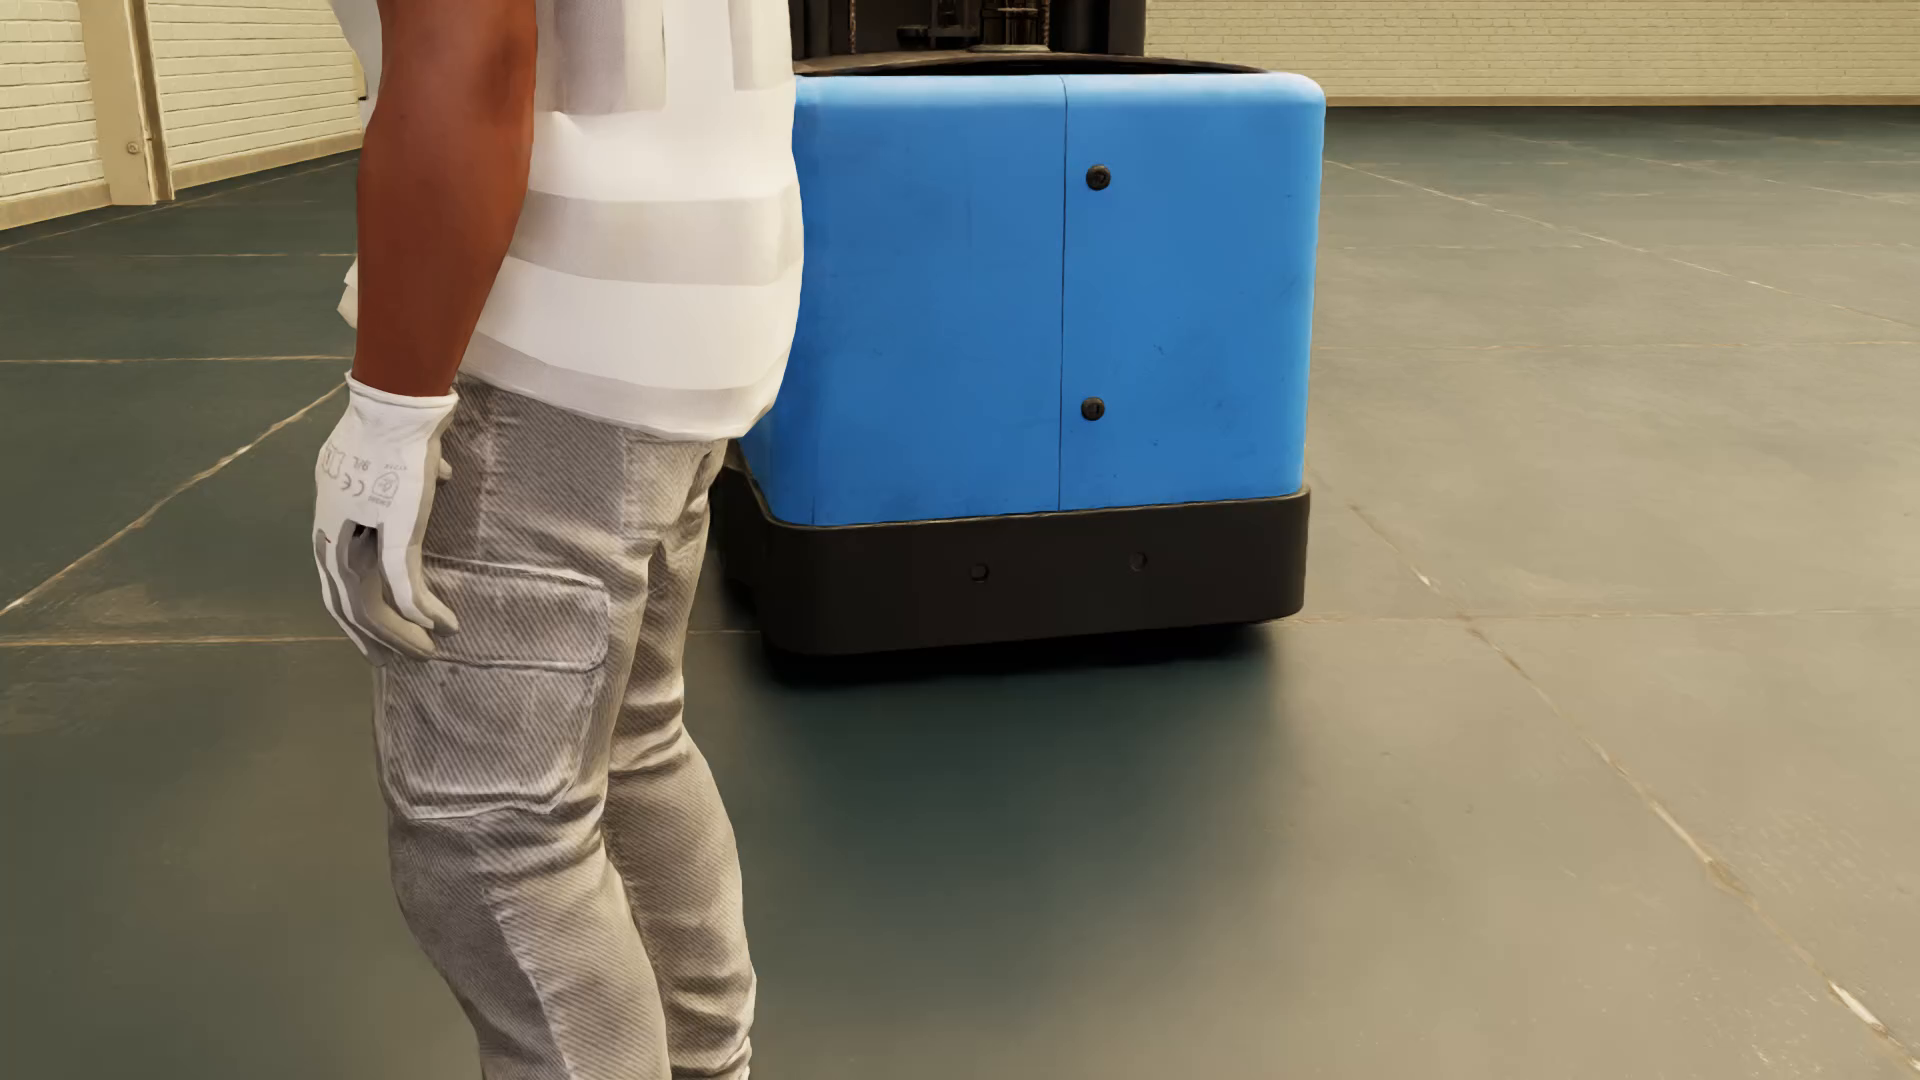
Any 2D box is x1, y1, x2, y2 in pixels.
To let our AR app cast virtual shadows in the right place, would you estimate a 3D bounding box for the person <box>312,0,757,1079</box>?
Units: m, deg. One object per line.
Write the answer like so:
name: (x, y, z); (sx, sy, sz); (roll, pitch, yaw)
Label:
person: (-0.372, -0.145, 1.368); (0.424, 1.773, 0.624); (1, 17, 4)
